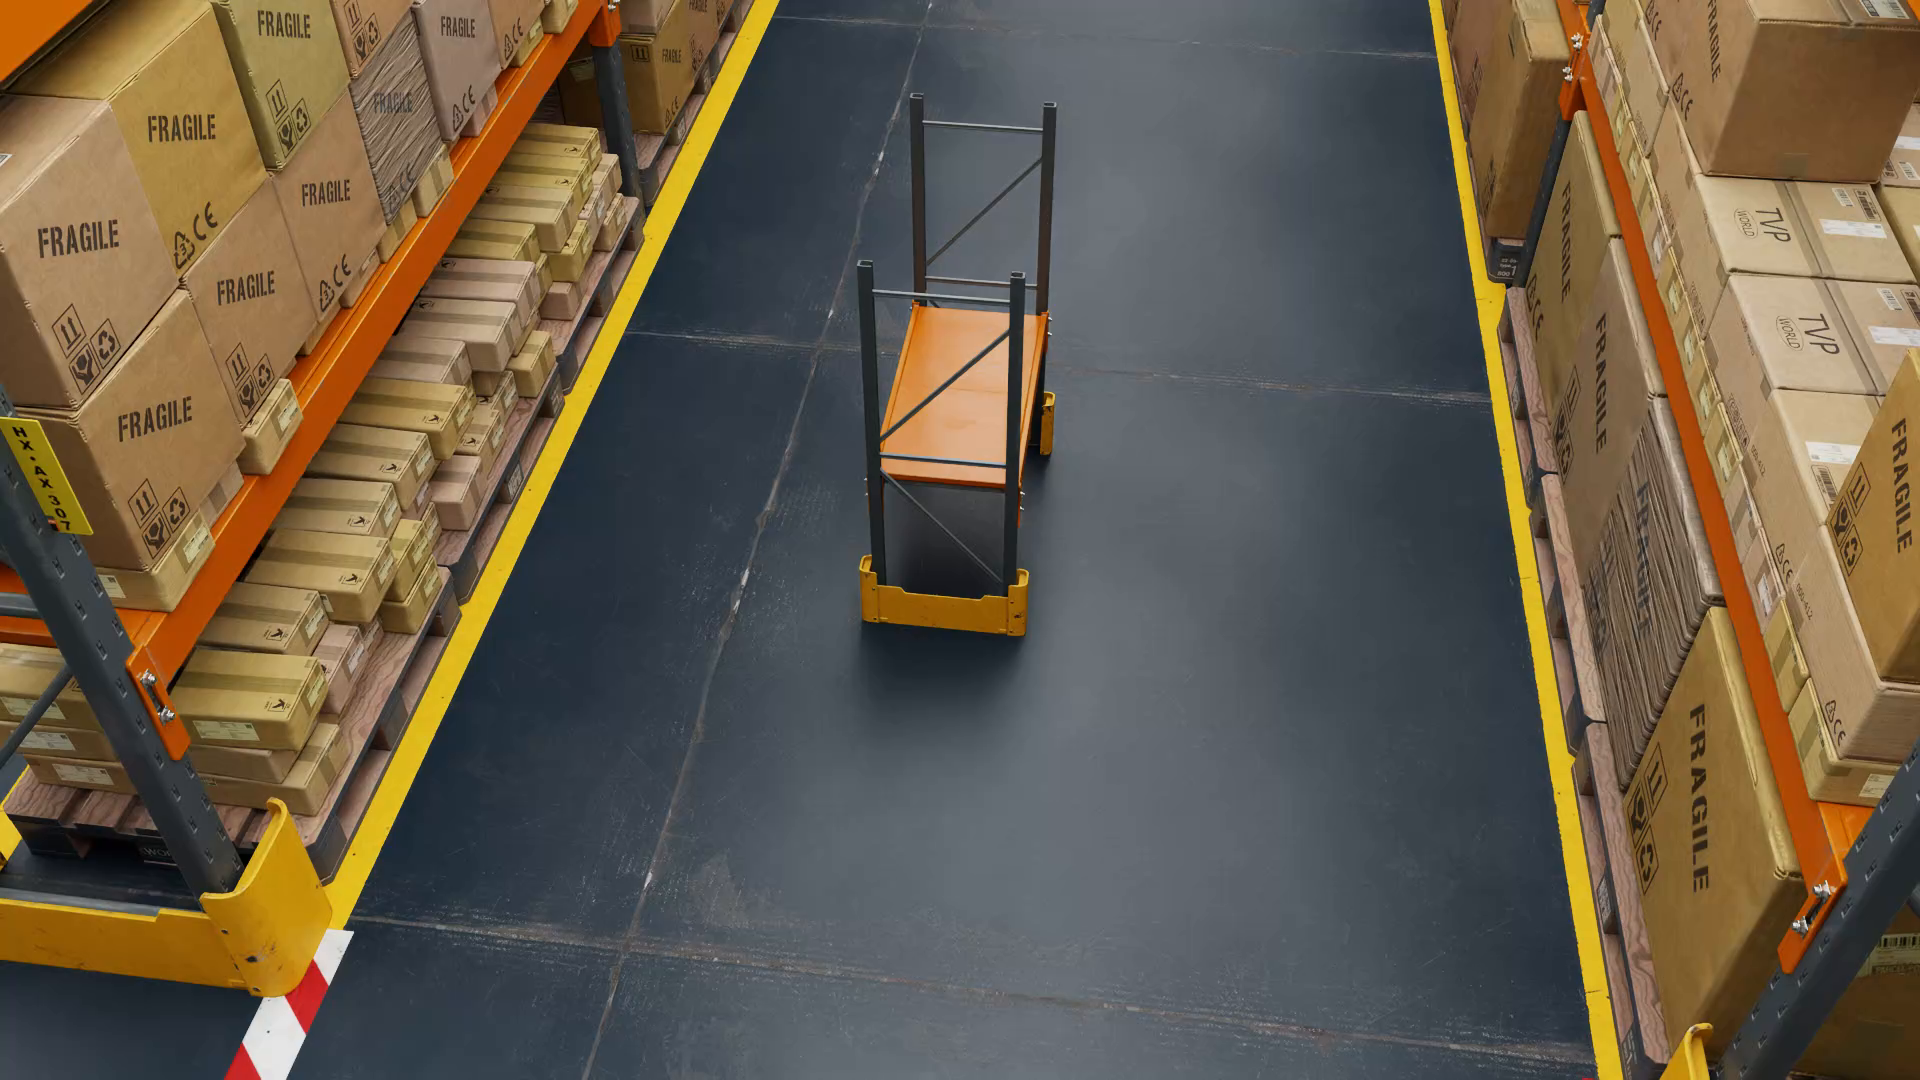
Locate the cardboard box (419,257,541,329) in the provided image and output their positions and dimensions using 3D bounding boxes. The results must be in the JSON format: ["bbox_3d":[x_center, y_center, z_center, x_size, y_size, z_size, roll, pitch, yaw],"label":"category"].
[{"bbox_3d":[-1.846,-0.952,6.409,0.380,0.149,0.250,3,44,3],"label":"cardboard box"}]

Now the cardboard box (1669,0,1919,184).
[{"bbox_3d":[2.469,-1.408,4.903,0.500,0.500,0.500,4,44,4],"label":"cardboard box"}]

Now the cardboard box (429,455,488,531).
[{"bbox_3d":[-1.942,-0.179,6.025,0.380,0.149,0.250,3,44,3],"label":"cardboard box"}]

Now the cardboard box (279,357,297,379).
[{"bbox_3d":[-2.162,-0.514,4.794,0.380,0.149,0.250,7,44,7],"label":"cardboard box"}]

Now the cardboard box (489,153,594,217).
[{"bbox_3d":[-1.764,-1.485,6.972,0.380,0.149,0.250,6,44,6],"label":"cardboard box"}]

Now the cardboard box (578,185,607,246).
[{"bbox_3d":[-1.730,-1.392,7.090,0.380,0.149,0.250,3,44,4],"label":"cardboard box"}]

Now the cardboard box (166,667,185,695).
[{"bbox_3d":[-2.635,0.346,5.254,0.380,0.149,0.250,4,44,5],"label":"cardboard box"}]

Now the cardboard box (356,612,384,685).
[{"bbox_3d":[-2.143,0.330,5.488,0.380,0.149,0.250,6,44,6],"label":"cardboard box"}]

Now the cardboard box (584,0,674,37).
[{"bbox_3d":[-1.621,-2.592,7.773,0.500,0.250,0.500,3,44,4],"label":"cardboard box"}]

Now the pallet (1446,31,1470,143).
[{"bbox_3d":[3.109,-2.430,8.662,1.003,0.211,1.213,5,44,6],"label":"pallet"}]

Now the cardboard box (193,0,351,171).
[{"bbox_3d":[-2.036,-1.355,4.484,0.500,0.500,0.500,4,44,5],"label":"cardboard box"}]

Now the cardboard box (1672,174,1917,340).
[{"bbox_3d":[2.394,-0.805,4.812,0.500,0.250,0.500,5,44,6],"label":"cardboard box"}]

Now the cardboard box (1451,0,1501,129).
[{"bbox_3d":[3.105,-2.504,7.952,1.225,0.875,0.875,4,44,4],"label":"cardboard box"}]

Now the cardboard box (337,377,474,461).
[{"bbox_3d":[-1.949,-0.428,5.855,0.380,0.149,0.250,6,44,6],"label":"cardboard box"}]

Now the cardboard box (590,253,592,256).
[{"bbox_3d":[-1.812,-1.245,7.151,0.380,0.149,0.250,6,44,7],"label":"cardboard box"}]

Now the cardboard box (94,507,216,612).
[{"bbox_3d":[-2.142,0.031,4.218,0.380,0.149,0.250,5,44,5],"label":"cardboard box"}]

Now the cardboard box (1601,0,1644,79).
[{"bbox_3d":[2.601,-1.833,5.897,0.500,0.250,0.500,5,44,5],"label":"cardboard box"}]

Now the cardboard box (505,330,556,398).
[{"bbox_3d":[-1.831,-0.709,6.585,0.380,0.149,0.250,5,44,5],"label":"cardboard box"}]

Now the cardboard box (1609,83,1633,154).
[{"bbox_3d":[2.485,-1.454,5.787,0.380,0.149,0.250,7,44,7],"label":"cardboard box"}]

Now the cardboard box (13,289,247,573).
[{"bbox_3d":[-2.176,-0.294,4.090,0.500,0.500,0.500,7,44,7],"label":"cardboard box"}]

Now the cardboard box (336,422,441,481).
[{"bbox_3d":[-2.072,-0.328,5.966,0.380,0.149,0.250,7,44,8],"label":"cardboard box"}]

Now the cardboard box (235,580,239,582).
[{"bbox_3d":[-2.573,0.110,5.721,0.380,0.149,0.250,6,44,6],"label":"cardboard box"}]

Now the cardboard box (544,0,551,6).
[{"bbox_3d":[-1.764,-2.384,6.297,0.500,0.500,0.500,5,44,6],"label":"cardboard box"}]

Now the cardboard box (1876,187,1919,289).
[{"bbox_3d":[2.921,-0.759,4.762,0.500,0.250,0.500,4,44,5],"label":"cardboard box"}]

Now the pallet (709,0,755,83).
[{"bbox_3d":[-1.720,-2.947,9.209,1.003,0.211,1.213,5,44,6],"label":"pallet"}]

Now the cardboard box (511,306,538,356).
[{"bbox_3d":[-1.893,-0.870,6.539,0.380,0.149,0.250,6,44,7],"label":"cardboard box"}]

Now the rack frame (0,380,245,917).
[{"bbox_3d":[-2.509,0.131,3.930,1.000,3.000,0.127,5,44,6],"label":"rack frame"}]

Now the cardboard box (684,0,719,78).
[{"bbox_3d":[-1.552,-2.680,8.412,0.500,0.500,0.500,7,44,7],"label":"cardboard box"}]

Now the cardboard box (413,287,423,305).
[{"bbox_3d":[-2.325,-1.069,6.749,0.380,0.149,0.250,3,44,3],"label":"cardboard box"}]

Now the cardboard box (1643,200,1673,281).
[{"bbox_3d":[2.383,-0.930,5.233,0.380,0.149,0.250,6,44,6],"label":"cardboard box"}]

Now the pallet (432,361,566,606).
[{"bbox_3d":[-2.193,-0.288,6.401,1.003,0.211,1.213,5,44,6],"label":"pallet"}]

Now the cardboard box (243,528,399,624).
[{"bbox_3d":[-2.026,0.112,5.285,0.380,0.149,0.250,5,44,5],"label":"cardboard box"}]

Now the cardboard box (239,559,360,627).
[{"bbox_3d":[-2.149,0.215,5.393,0.380,0.149,0.250,6,44,6],"label":"cardboard box"}]

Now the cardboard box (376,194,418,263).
[{"bbox_3d":[-1.986,-1.037,5.346,0.380,0.149,0.250,7,44,7],"label":"cardboard box"}]

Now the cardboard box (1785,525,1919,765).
[{"bbox_3d":[2.195,0.242,3.705,0.500,0.250,0.500,5,44,5],"label":"cardboard box"}]

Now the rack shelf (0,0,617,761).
[{"bbox_3d":[-2.245,-0.971,5.617,1.077,0.370,4.000,5,44,6],"label":"rack shelf"}]

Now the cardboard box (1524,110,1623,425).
[{"bbox_3d":[2.756,-1.014,6.379,0.875,0.875,0.875,5,44,6],"label":"cardboard box"}]

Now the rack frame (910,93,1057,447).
[{"bbox_3d":[0.078,-0.949,6.162,0.500,1.500,0.032,5,44,6],"label":"rack frame"}]

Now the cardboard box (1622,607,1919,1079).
[{"bbox_3d":[2.399,0.826,4.436,0.875,0.875,0.875,5,44,6],"label":"cardboard box"}]

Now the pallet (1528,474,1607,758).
[{"bbox_3d":[2.586,0.282,5.799,1.003,0.211,1.213,5,44,6],"label":"pallet"}]

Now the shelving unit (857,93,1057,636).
[{"bbox_3d":[0.010,-0.597,5.789,0.587,1.500,1.083,5,44,6],"label":"shelving unit"}]

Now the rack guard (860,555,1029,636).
[{"bbox_3d":[-0.056,0.197,5.860,0.587,0.250,0.087,5,44,6],"label":"rack guard"}]

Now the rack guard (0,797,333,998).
[{"bbox_3d":[-2.499,0.987,4.844,1.175,0.500,0.348,5,44,6],"label":"rack guard"}]

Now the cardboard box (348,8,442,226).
[{"bbox_3d":[-1.992,-1.342,5.197,0.500,0.500,0.500,4,44,4],"label":"cardboard box"}]

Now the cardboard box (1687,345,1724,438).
[{"bbox_3d":[2.282,-0.404,4.678,0.380,0.149,0.250,5,44,6],"label":"cardboard box"}]

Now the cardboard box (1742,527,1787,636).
[{"bbox_3d":[2.182,0.120,4.124,0.380,0.149,0.250,5,44,6],"label":"cardboard box"}]

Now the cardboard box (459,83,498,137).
[{"bbox_3d":[-1.872,-1.565,5.904,0.380,0.149,0.250,4,44,4],"label":"cardboard box"}]
